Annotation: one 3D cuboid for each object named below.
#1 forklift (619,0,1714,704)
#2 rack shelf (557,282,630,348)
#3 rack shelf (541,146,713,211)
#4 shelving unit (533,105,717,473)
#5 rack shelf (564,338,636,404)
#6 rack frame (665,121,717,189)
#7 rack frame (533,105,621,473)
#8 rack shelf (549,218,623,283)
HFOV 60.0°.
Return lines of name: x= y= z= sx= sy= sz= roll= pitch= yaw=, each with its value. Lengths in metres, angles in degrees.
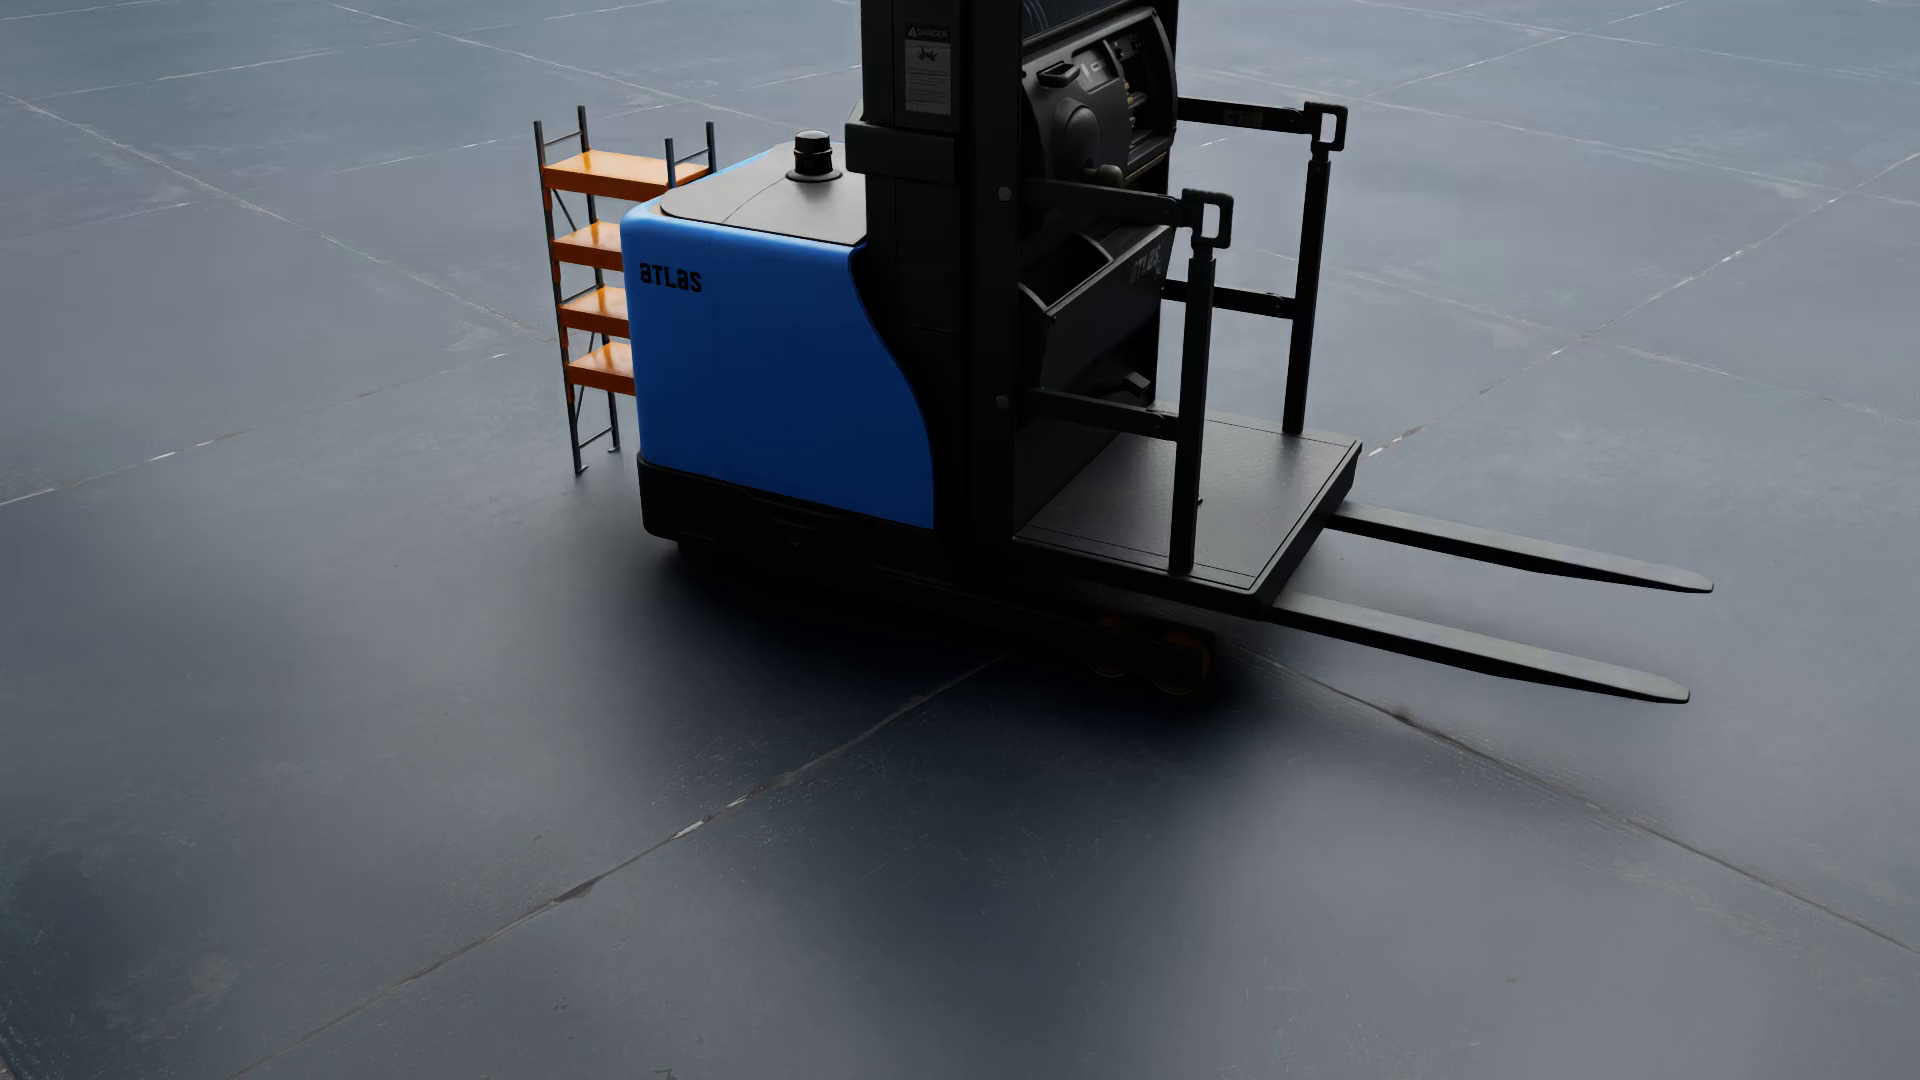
forklift: x=0.562 y=-1.164 z=4.315 sx=3.031 sy=2.935 sz=1.130 roll=13 pitch=31 yaw=24
rack shelf: x=-1.039 y=-0.701 z=5.439 sx=0.480 sy=0.148 sz=0.258 roll=13 pitch=30 yaw=23
rack shelf: x=-1.039 y=-1.109 z=5.225 sx=0.480 sy=0.148 sz=0.258 roll=13 pitch=30 yaw=23
shelving unit: x=-1.039 y=-0.761 z=5.408 sx=0.503 sy=1.200 sz=0.258 roll=13 pitch=30 yaw=23
rack shelf: x=-1.039 y=-0.526 z=5.532 sx=0.480 sy=0.148 sz=0.258 roll=13 pitch=30 yaw=23
rack frame: x=-0.819 y=-0.711 z=5.314 sx=0.015 sy=1.200 sz=0.240 roll=13 pitch=30 yaw=23
rack frame: x=-1.258 y=-0.811 z=5.502 sx=0.015 sy=1.200 sz=0.240 roll=13 pitch=30 yaw=23
rack shelf: x=-1.039 y=-0.899 z=5.335 sx=0.480 sy=0.148 sz=0.258 roll=13 pitch=30 yaw=23
